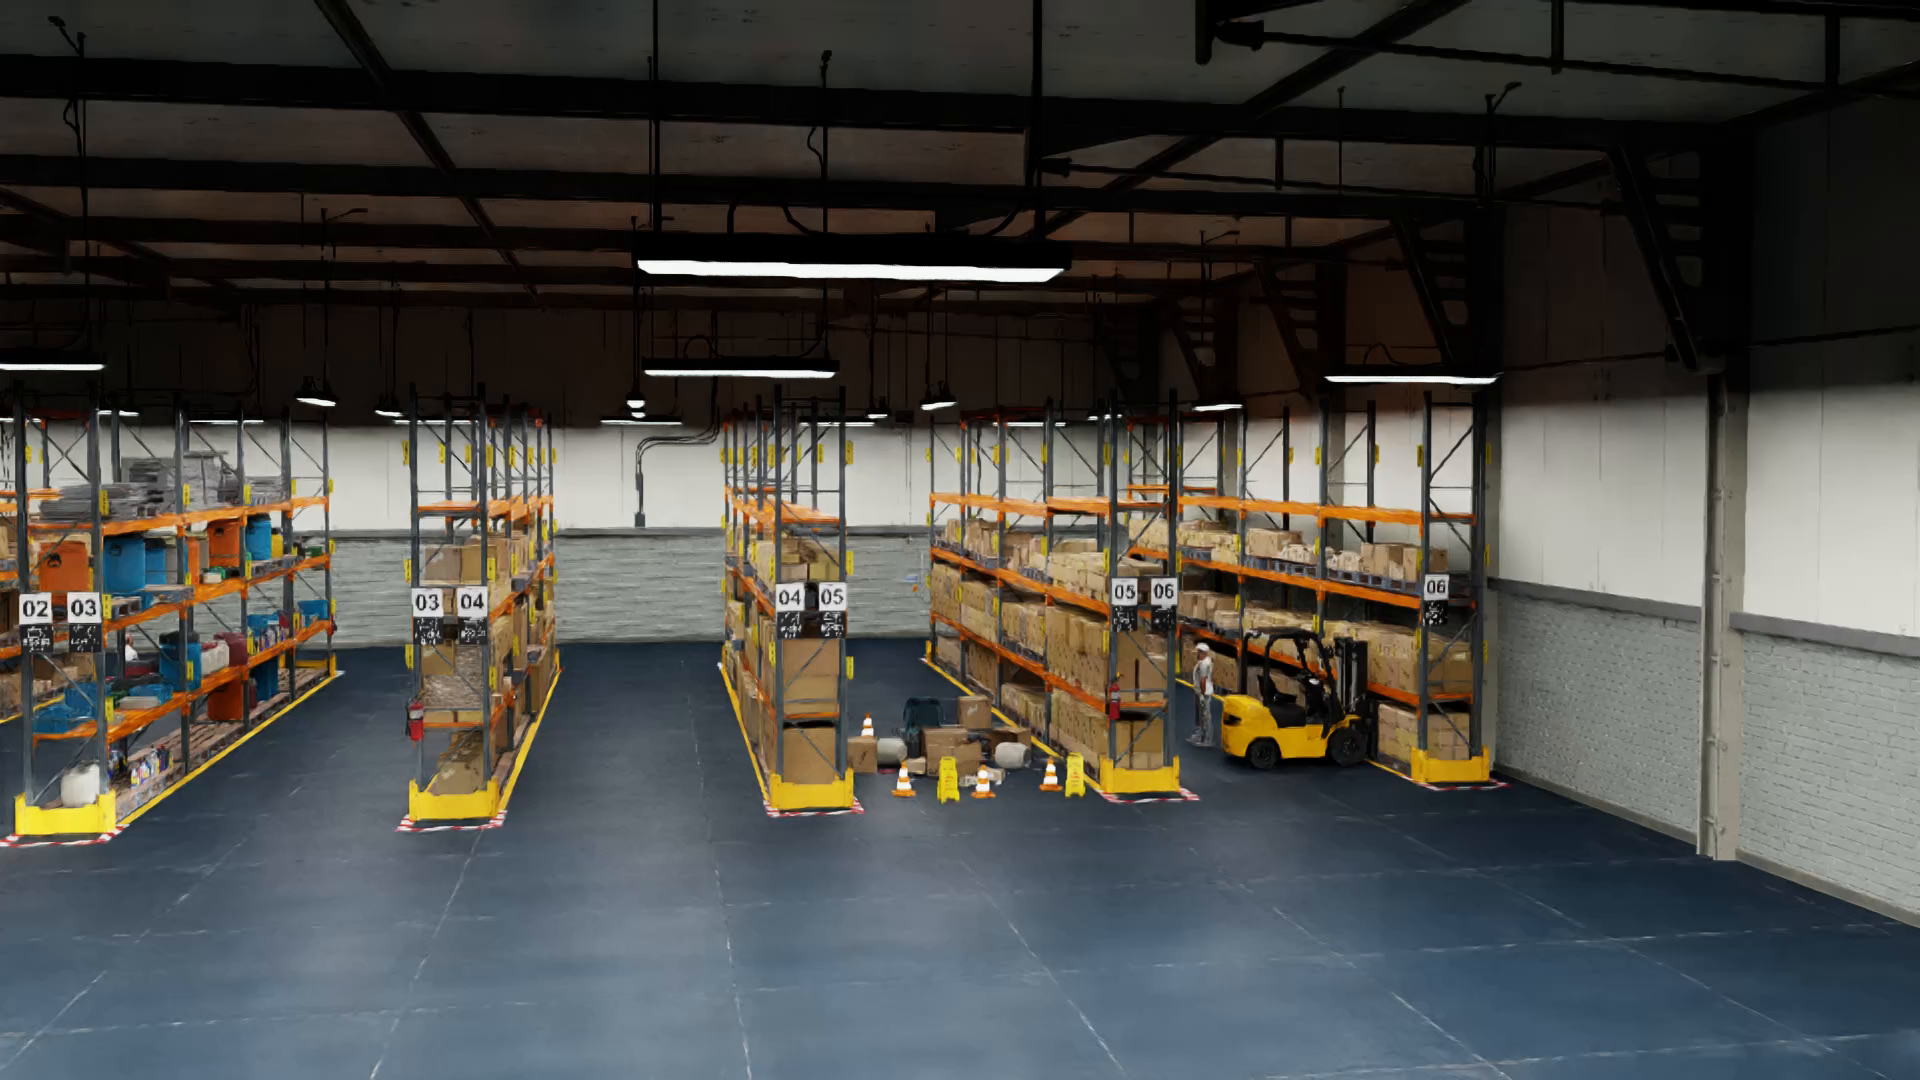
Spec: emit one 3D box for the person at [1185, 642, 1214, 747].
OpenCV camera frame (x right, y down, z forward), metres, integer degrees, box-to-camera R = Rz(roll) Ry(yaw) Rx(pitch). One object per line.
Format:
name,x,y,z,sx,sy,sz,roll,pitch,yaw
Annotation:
person,4.130,2.640,28.660,0.505,1.784,0.618,1,3,13

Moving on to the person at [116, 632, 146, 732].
person,-15.060,2.564,30.218,0.515,1.785,0.638,-3,4,-42
